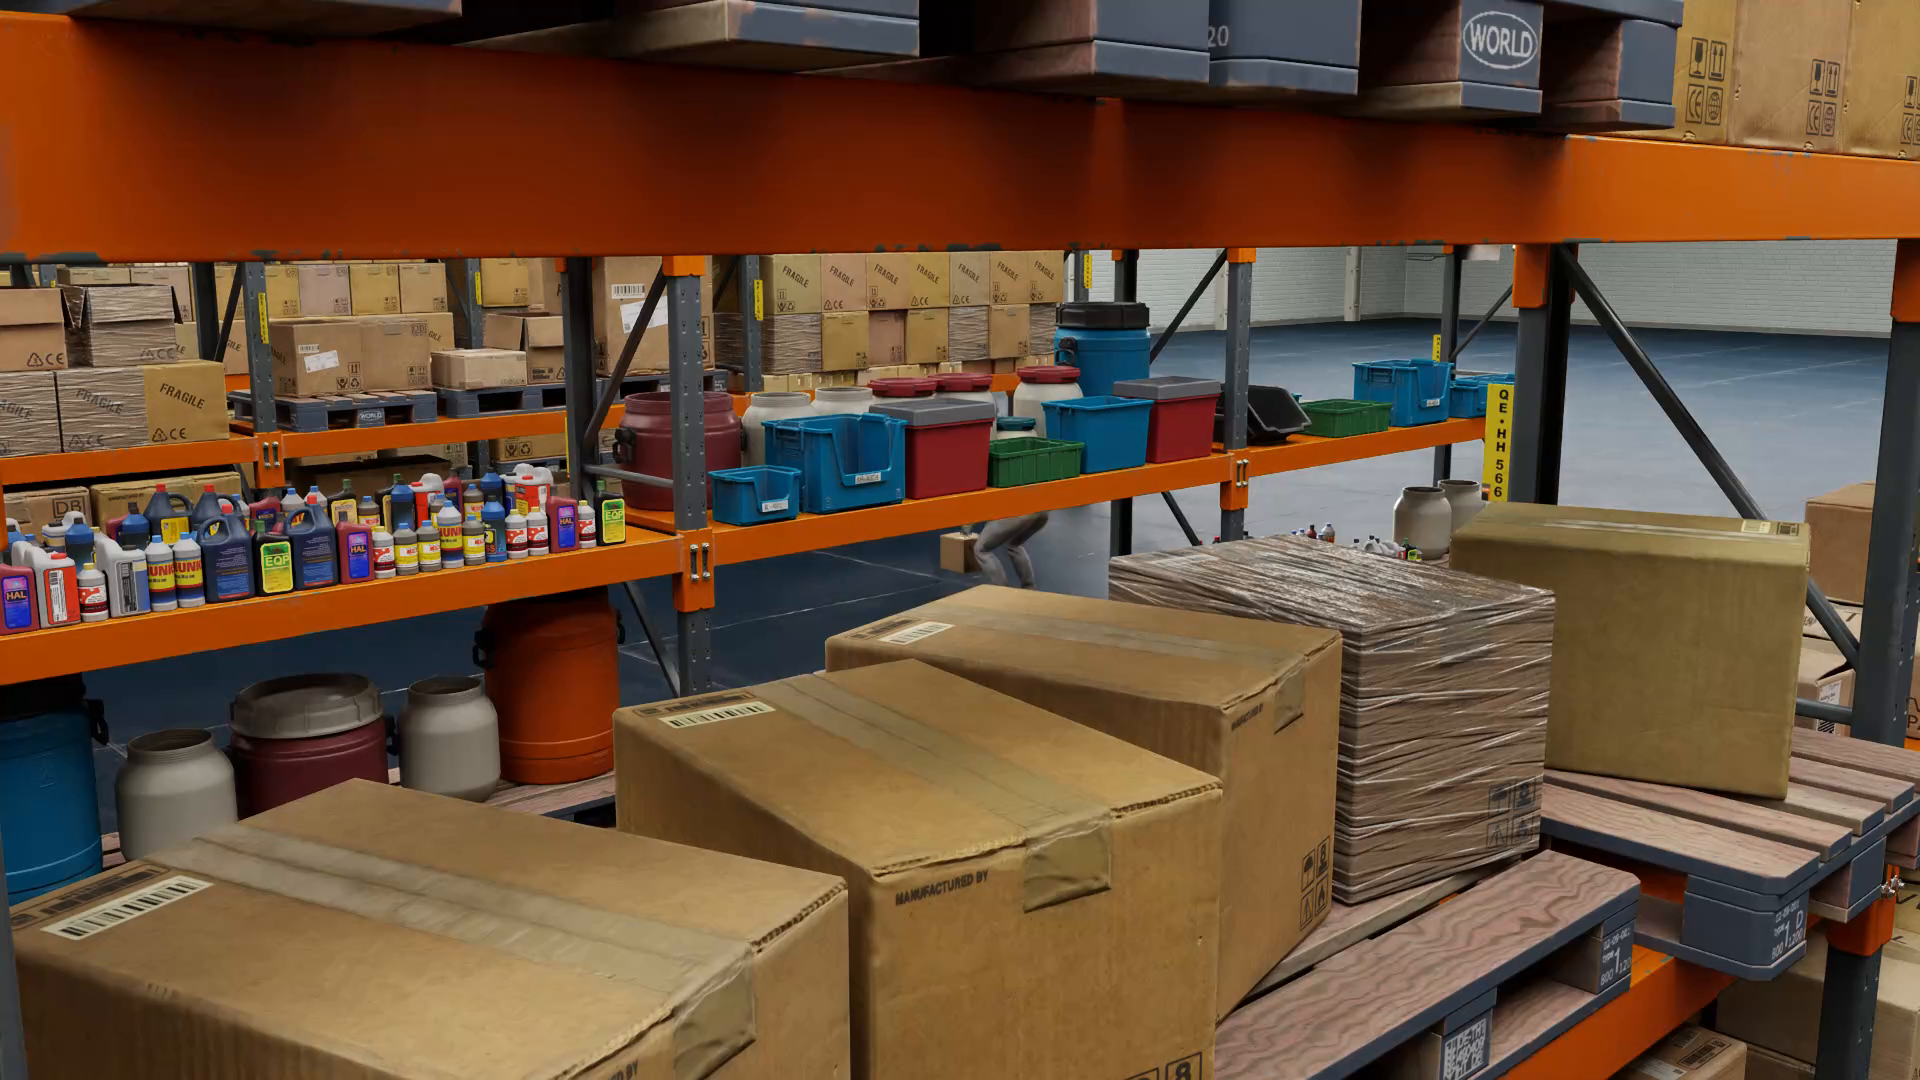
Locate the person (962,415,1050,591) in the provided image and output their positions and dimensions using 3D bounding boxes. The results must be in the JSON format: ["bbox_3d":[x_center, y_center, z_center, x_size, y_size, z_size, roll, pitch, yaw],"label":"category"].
[{"bbox_3d":[0.306,-0.203,11.804,0.519,1.376,0.708,-10,15,-43],"label":"person"}]
